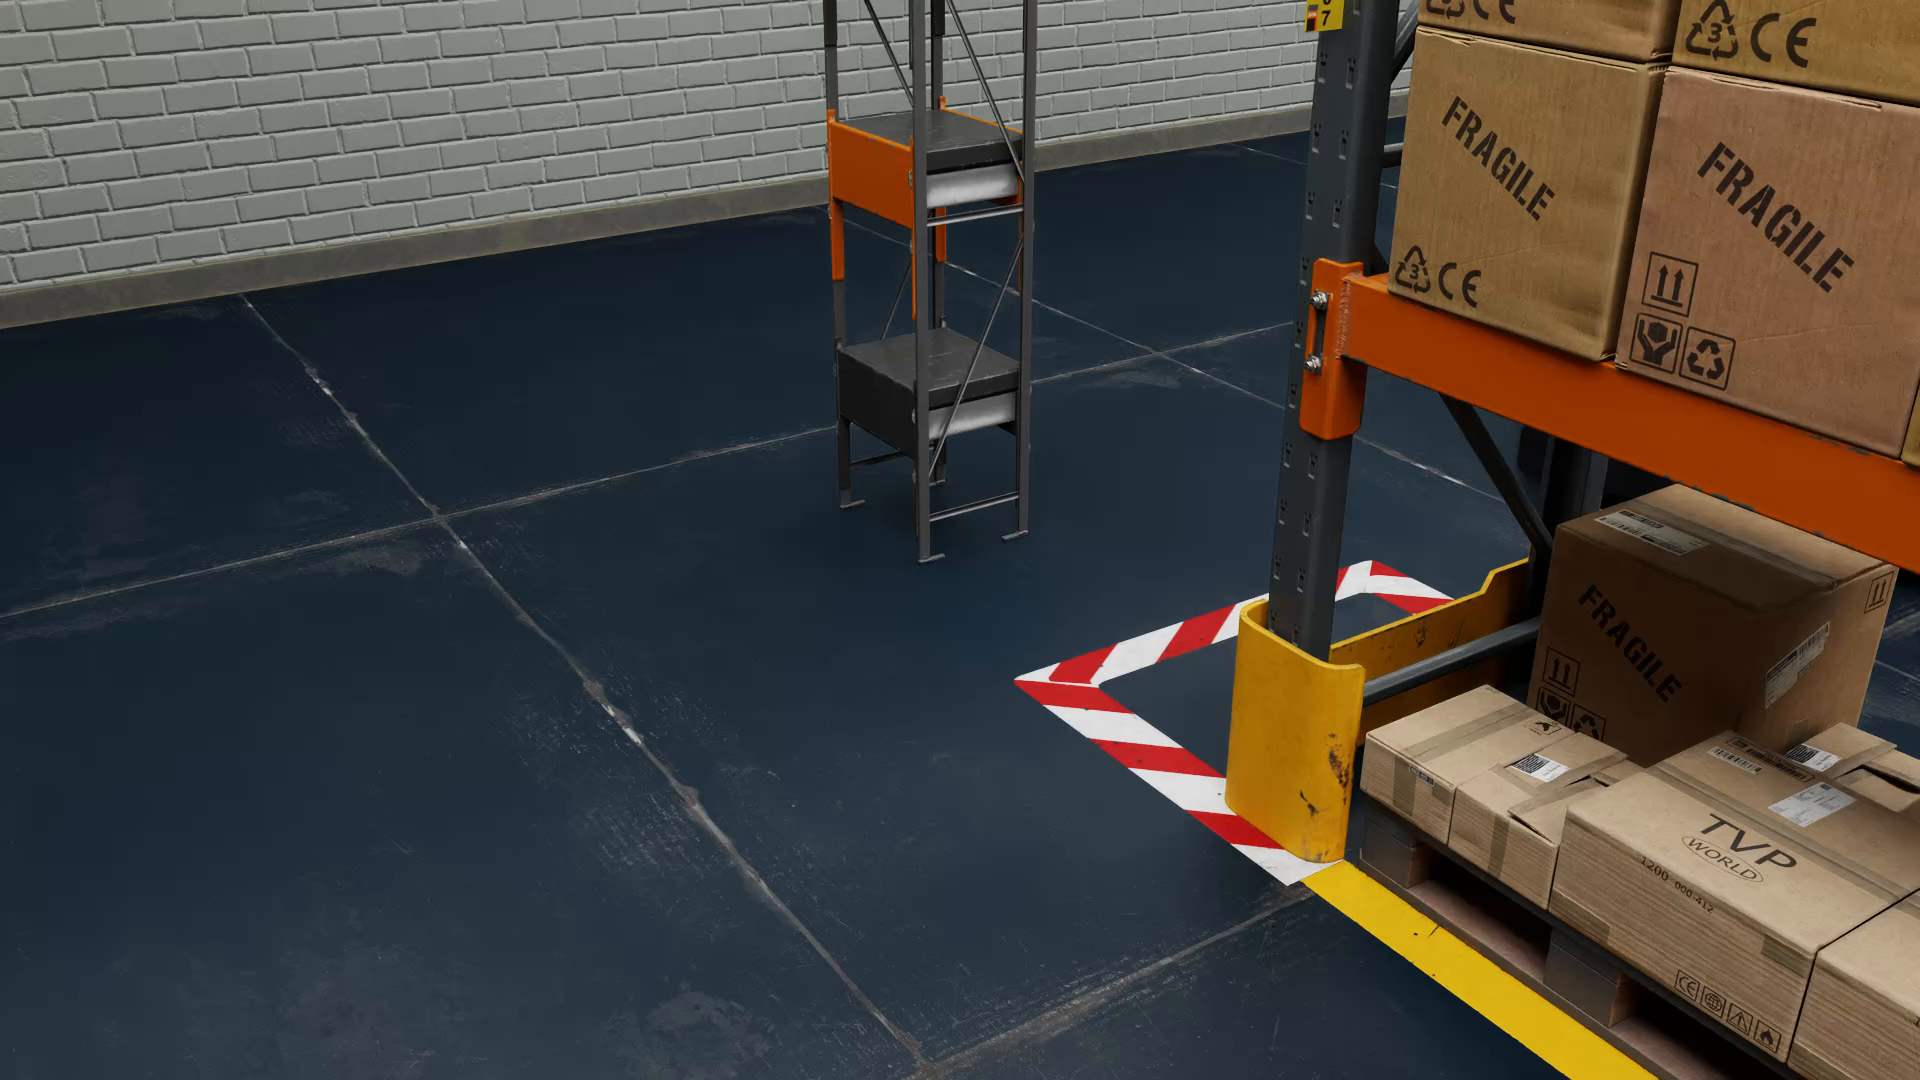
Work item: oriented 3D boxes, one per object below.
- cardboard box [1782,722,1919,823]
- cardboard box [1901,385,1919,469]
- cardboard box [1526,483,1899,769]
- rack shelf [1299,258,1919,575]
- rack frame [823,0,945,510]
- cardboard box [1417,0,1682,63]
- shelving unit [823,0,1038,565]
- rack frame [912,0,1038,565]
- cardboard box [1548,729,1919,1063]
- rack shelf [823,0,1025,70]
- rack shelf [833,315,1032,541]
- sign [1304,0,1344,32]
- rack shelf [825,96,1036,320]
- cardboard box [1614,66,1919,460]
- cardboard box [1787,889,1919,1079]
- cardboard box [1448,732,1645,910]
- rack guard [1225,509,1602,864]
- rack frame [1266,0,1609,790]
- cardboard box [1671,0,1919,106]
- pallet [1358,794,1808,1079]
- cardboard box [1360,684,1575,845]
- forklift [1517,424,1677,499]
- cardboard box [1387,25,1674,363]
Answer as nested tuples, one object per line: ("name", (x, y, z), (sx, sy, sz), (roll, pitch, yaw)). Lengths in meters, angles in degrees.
("cardboard box", (1.793, 0.538, 3.399), (0.380, 0.166, 0.250), (-16, 29, -30))
("cardboard box", (1.723, -0.308, 2.272), (0.500, 0.500, 0.500), (-16, 29, -30))
("cardboard box", (1.647, 0.222, 3.679), (0.500, 0.500, 0.500), (-16, 29, -30))
("rack shelf", (2.236, 0.194, 2.168), (1.077, 0.370, 4.000), (-16, 29, -30))
("rack frame", (-0.224, -1.096, 5.112), (0.400, 2.100, 0.015), (-16, 29, -30))
("cardboard box", (1.165, -1.124, 2.829), (0.500, 0.500, 0.500), (-15, 29, -28))
("shelving unit", (-0.090, -1.009, 4.927), (0.431, 2.100, 0.503), (-16, 29, -30))
("rack frame", (0.043, -0.921, 4.742), (0.400, 2.100, 0.015), (-16, 29, -30))
("cardboard box", (1.476, 0.637, 3.092), (0.500, 0.250, 0.500), (-16, 29, -30))
("rack shelf", (-0.090, -1.629, 4.634), (0.431, 0.518, 0.480), (-16, 29, -30))
("rack shelf", (-0.090, -0.363, 5.232), (0.431, 0.518, 0.480), (-16, 29, -30))
("sign", (0.690, -1.112, 3.077), (0.100, 0.325, 0.005), (-16, 29, -30))
("rack shelf", (-0.090, -0.996, 4.933), (0.431, 0.518, 0.480), (-16, 29, -30))
("cardboard box", (1.452, -0.489, 2.654), (0.500, 0.500, 0.500), (-16, 30, -30))
("cardboard box", (1.749, 0.816, 2.713), (0.500, 0.250, 0.500), (-16, 29, -30))
("cardboard box", (1.221, 0.555, 3.365), (0.380, 0.166, 0.250), (-16, 29, -30))
("rack guard", (1.186, 0.311, 4.006), (1.175, 0.500, 0.348), (-16, 29, -30))
("rack frame", (1.144, -0.847, 3.530), (1.000, 3.000, 0.127), (-16, 29, -30))
("cardboard box", (1.457, -0.939, 2.437), (0.500, 0.500, 0.500), (-15, 29, -29))
("pallet", (1.622, 0.726, 3.464), (1.003, 0.211, 1.213), (-16, 29, -30))
("cardboard box", (1.085, 0.473, 3.558), (0.380, 0.149, 0.250), (-16, 29, -30))
("forklift", (3.370, -1.296, 4.562), (3.031, 2.935, 1.130), (17, 30, 32))
("cardboard box", (1.165, -0.672, 3.042), (0.500, 0.500, 0.500), (-15, 29, -29))
